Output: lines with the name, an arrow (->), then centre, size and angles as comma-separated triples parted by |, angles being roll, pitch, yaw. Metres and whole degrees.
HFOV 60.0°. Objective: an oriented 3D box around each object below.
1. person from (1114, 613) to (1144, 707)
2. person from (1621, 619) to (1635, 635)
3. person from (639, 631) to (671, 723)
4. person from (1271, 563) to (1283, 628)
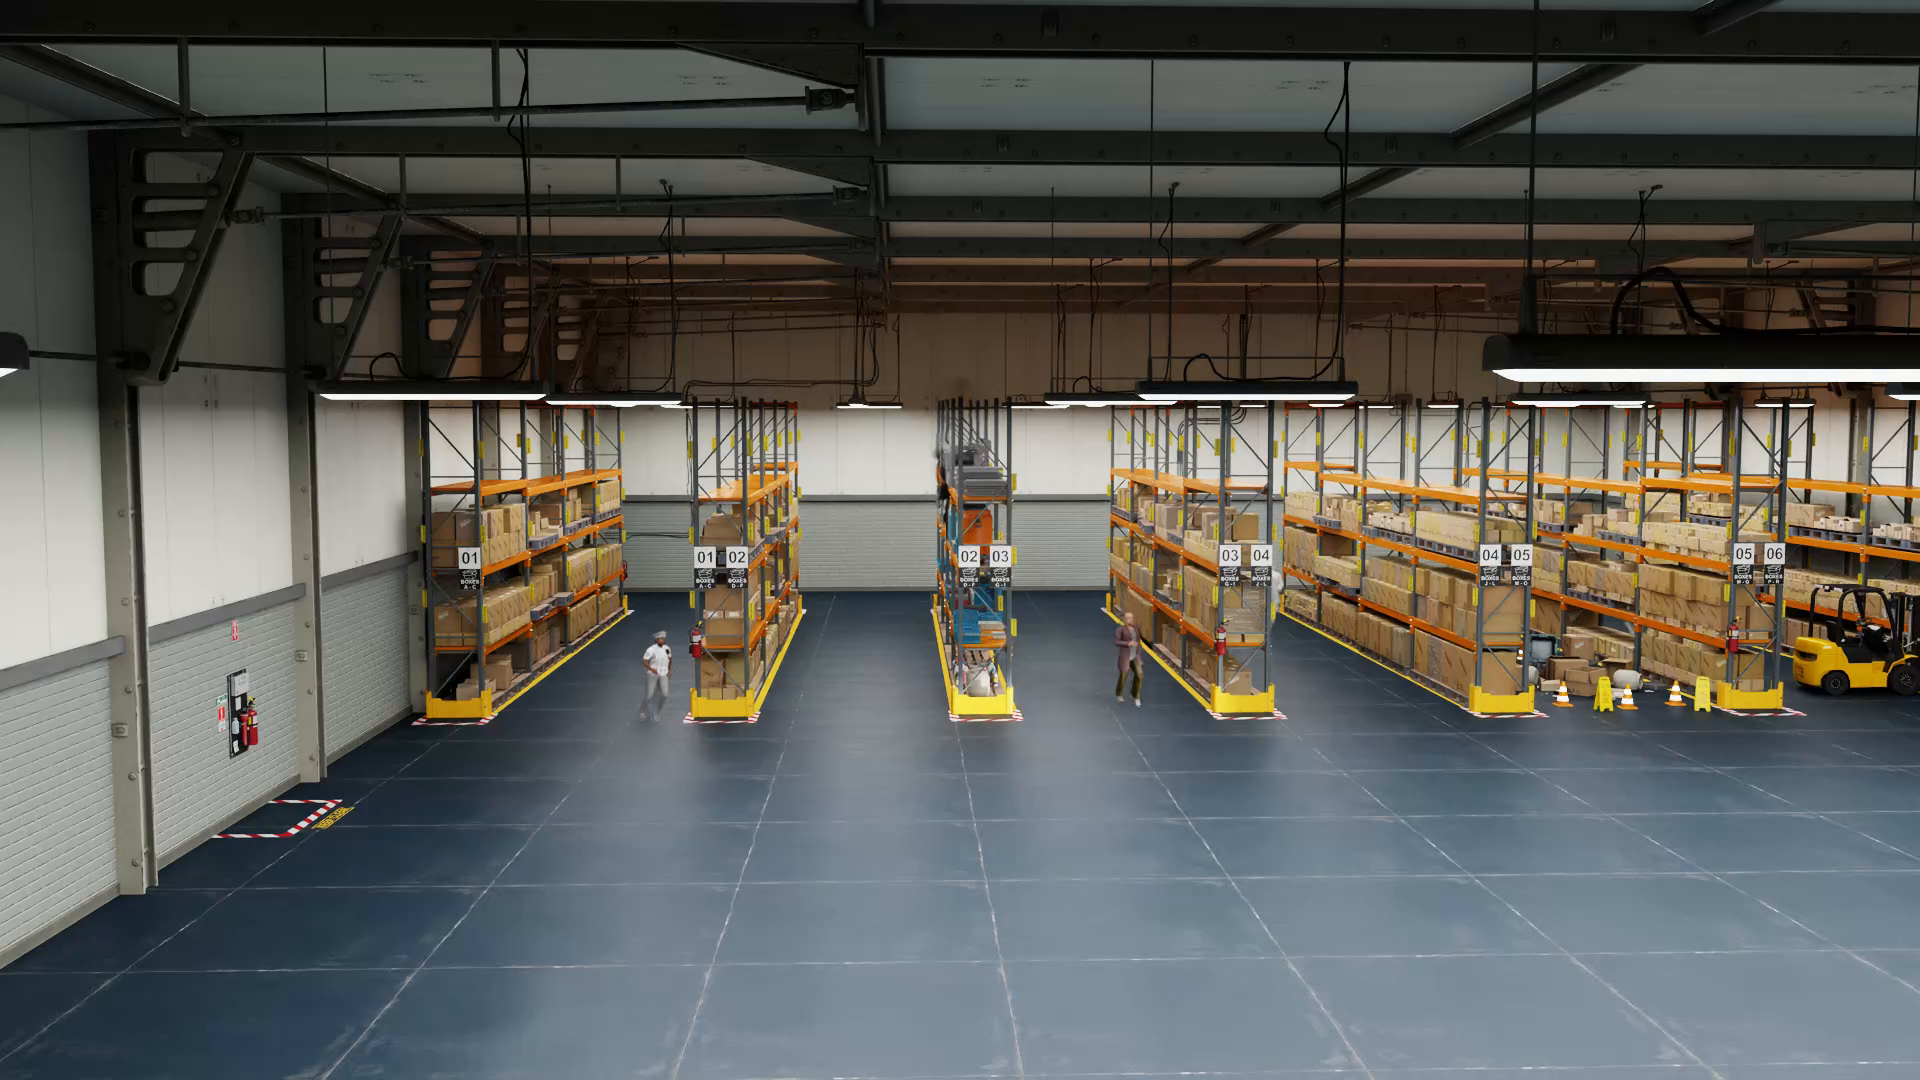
person -> 3.285, 2.337, 32.434 | 0.709, 1.856, 0.839 | -2, 5, -22
person -> 16.515, 1.717, 41.029 | 0.611, 1.637, 0.918 | 0, 4, -3
person -> -5.596, 2.524, 30.798 | 0.662, 1.692, 0.666 | -3, 5, -31
person -> 8.206, 1.459, 44.007 | 0.707, 1.724, 0.668 | 0, 4, 0
